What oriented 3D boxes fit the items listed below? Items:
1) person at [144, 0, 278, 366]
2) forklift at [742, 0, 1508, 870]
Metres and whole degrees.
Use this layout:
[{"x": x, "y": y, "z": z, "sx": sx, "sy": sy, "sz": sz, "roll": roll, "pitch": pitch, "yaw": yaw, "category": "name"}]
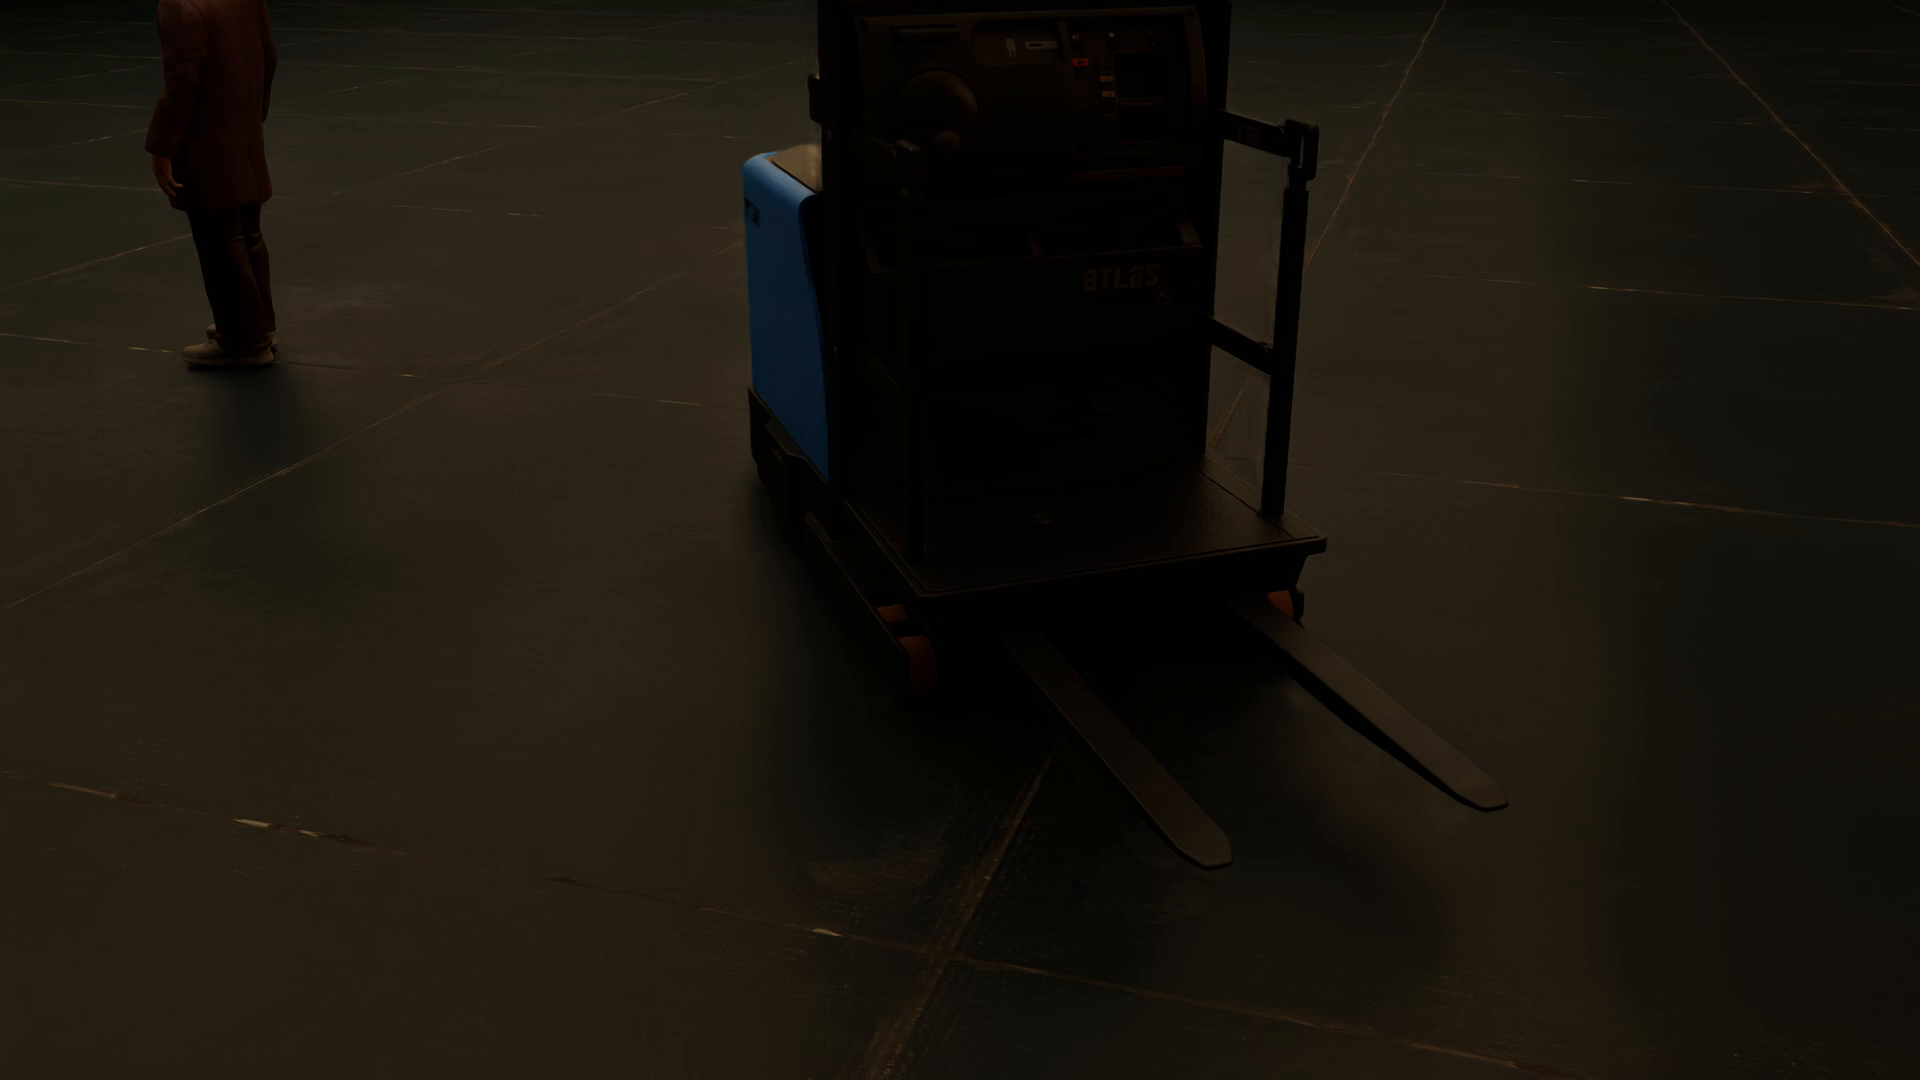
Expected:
[{"x": -3.018, "y": -1.562, "z": 6.554, "sx": 0.581, "sy": 1.777, "sz": 0.698, "roll": 4, "pitch": 23, "yaw": 10, "category": "person"}, {"x": 0.263, "y": -1.130, "z": 4.016, "sx": 1.130, "sy": 2.935, "sz": 3.031, "roll": -8, "pitch": 24, "yaw": -18, "category": "forklift"}]
